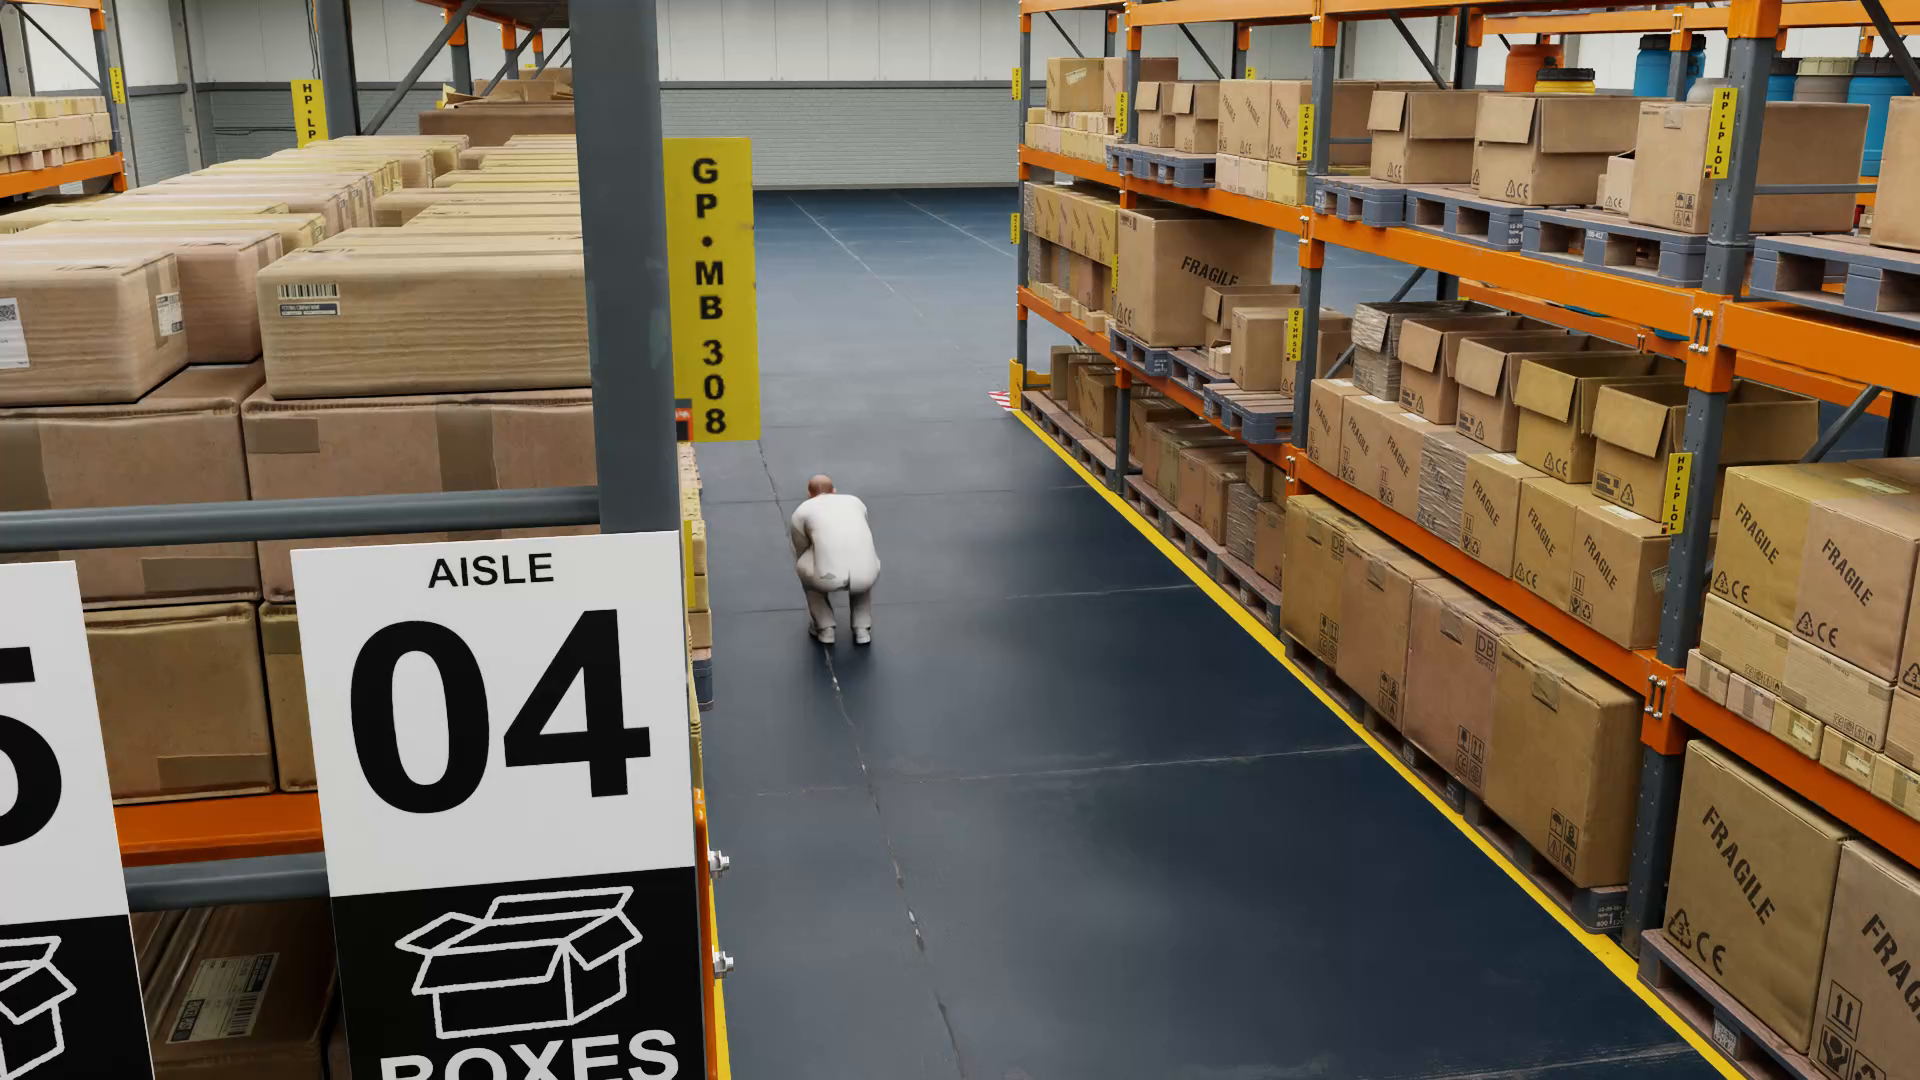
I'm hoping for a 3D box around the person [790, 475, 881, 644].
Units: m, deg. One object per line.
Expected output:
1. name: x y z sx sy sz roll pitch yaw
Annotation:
1. person: -0.820 0.127 11.023 0.575 1.006 0.930 -4 17 -13
